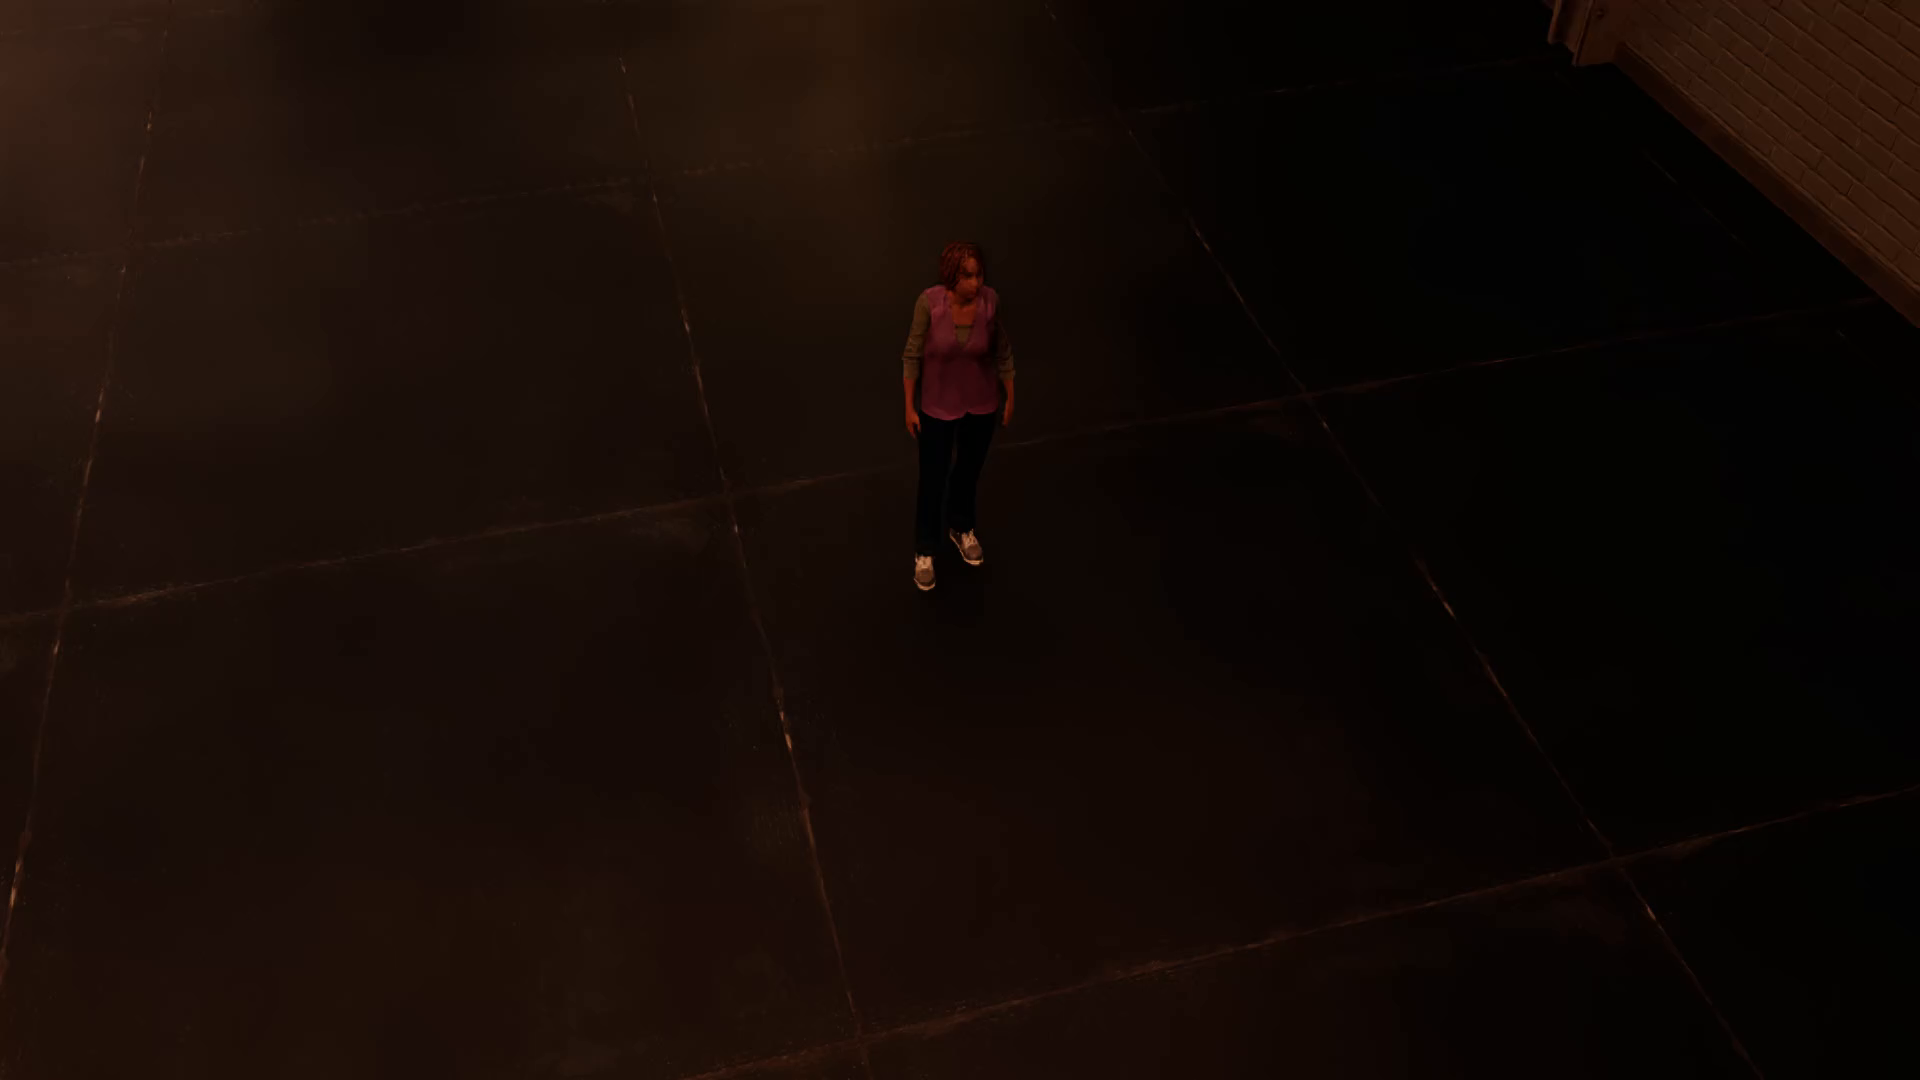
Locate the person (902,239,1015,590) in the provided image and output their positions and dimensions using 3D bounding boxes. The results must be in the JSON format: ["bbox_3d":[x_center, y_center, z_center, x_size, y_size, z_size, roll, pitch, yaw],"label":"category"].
[{"bbox_3d":[0.006,-0.534,7.171,0.520,1.597,0.474,-10,44,-11],"label":"person"}]
